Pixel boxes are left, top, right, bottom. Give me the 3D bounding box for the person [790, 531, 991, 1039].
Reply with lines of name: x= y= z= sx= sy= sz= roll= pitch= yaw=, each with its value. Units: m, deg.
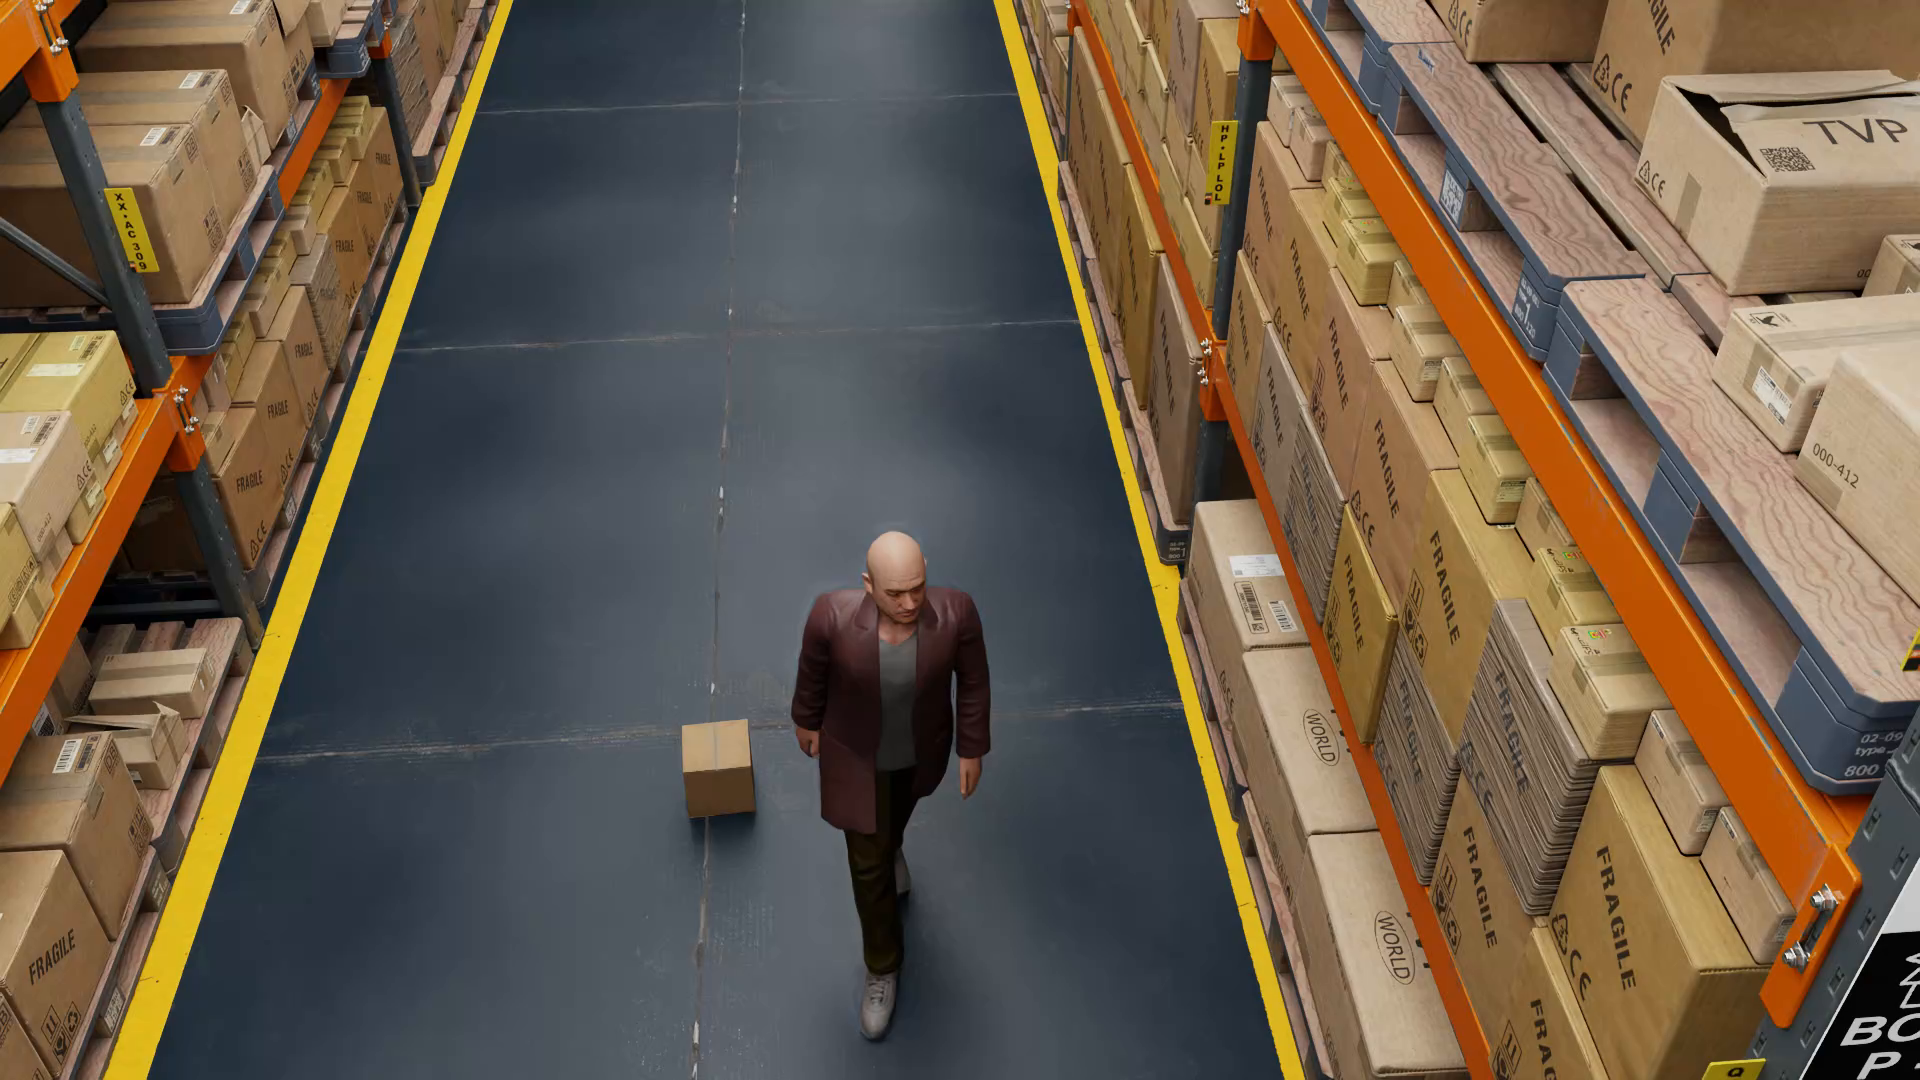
person: x=-0.205 y=0.667 z=5.331 sx=0.608 sy=1.769 sz=0.898 roll=-10 pitch=40 yaw=-12
